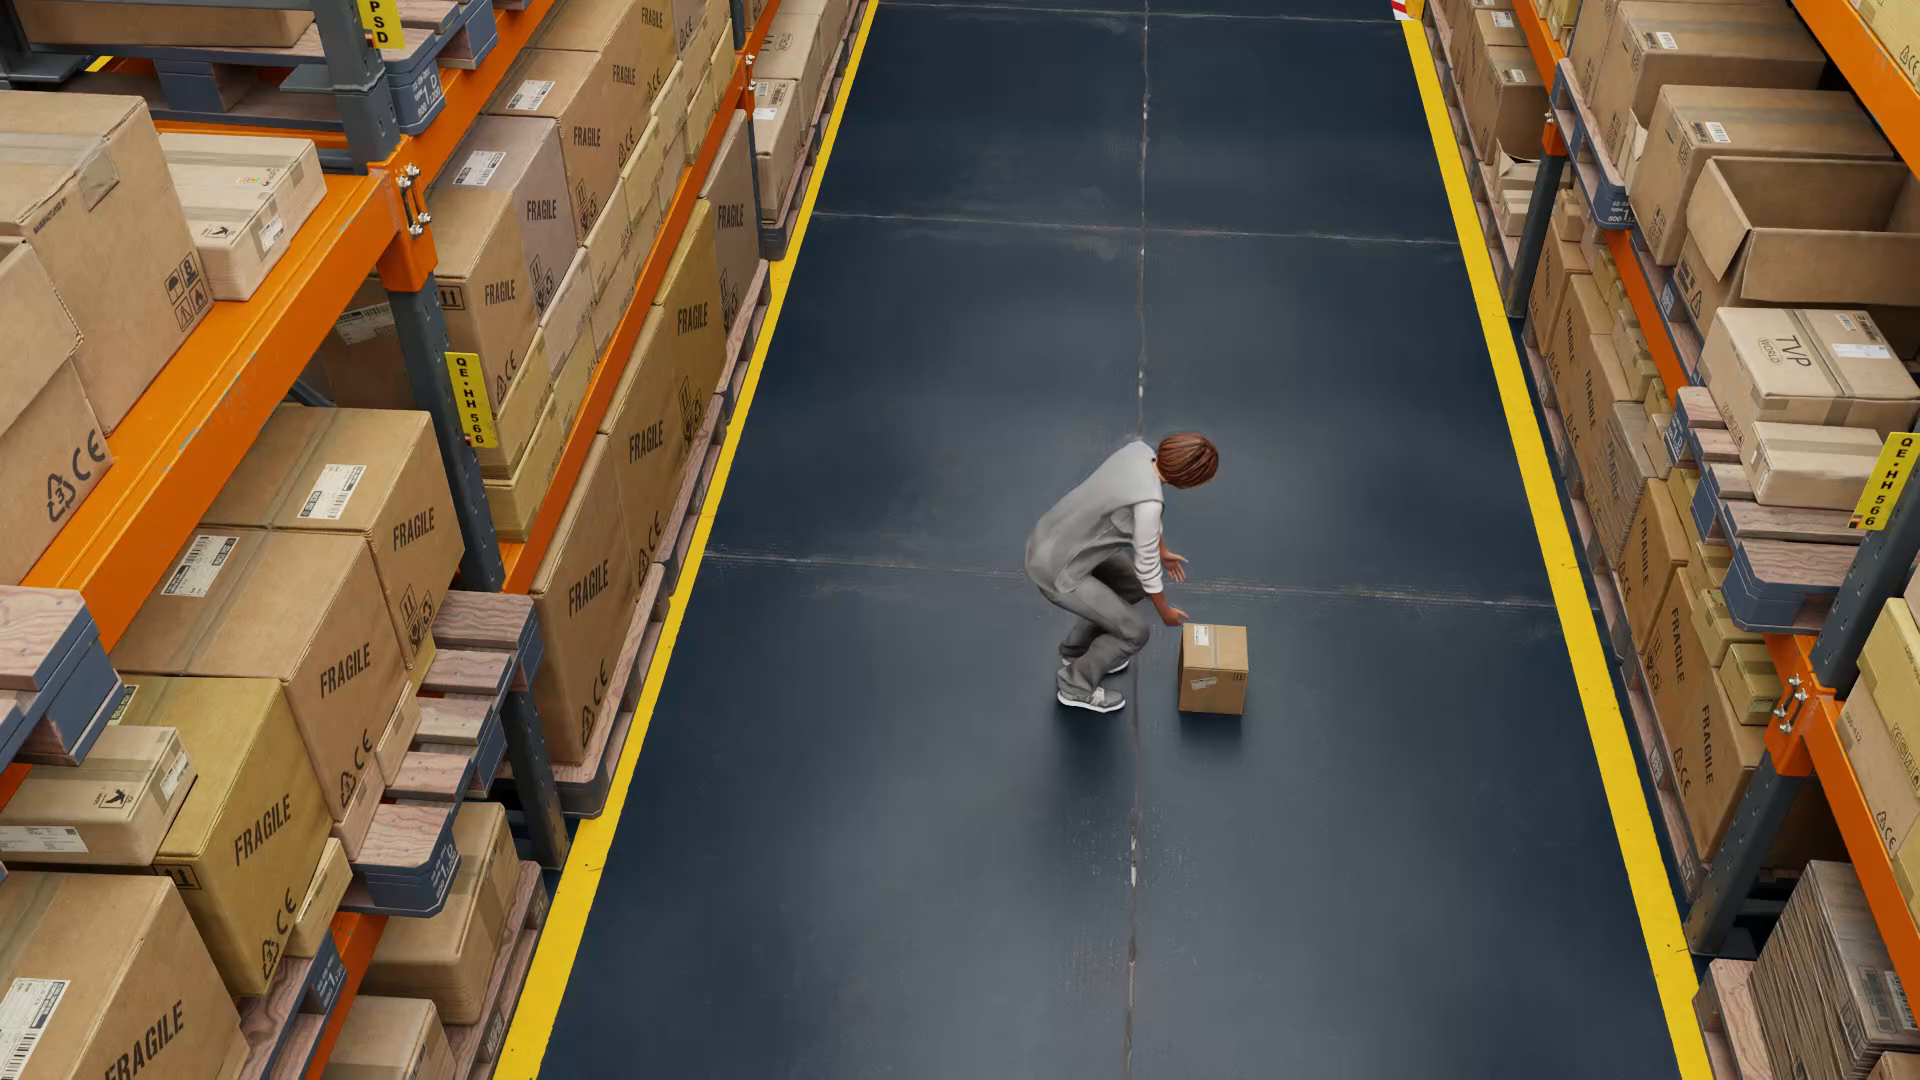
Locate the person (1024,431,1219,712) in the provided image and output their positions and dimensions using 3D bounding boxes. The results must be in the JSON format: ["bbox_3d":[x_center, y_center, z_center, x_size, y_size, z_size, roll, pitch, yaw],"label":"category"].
[{"bbox_3d":[0.589,0.090,6.336,0.688,1.242,0.462,3,41,4],"label":"person"}]
